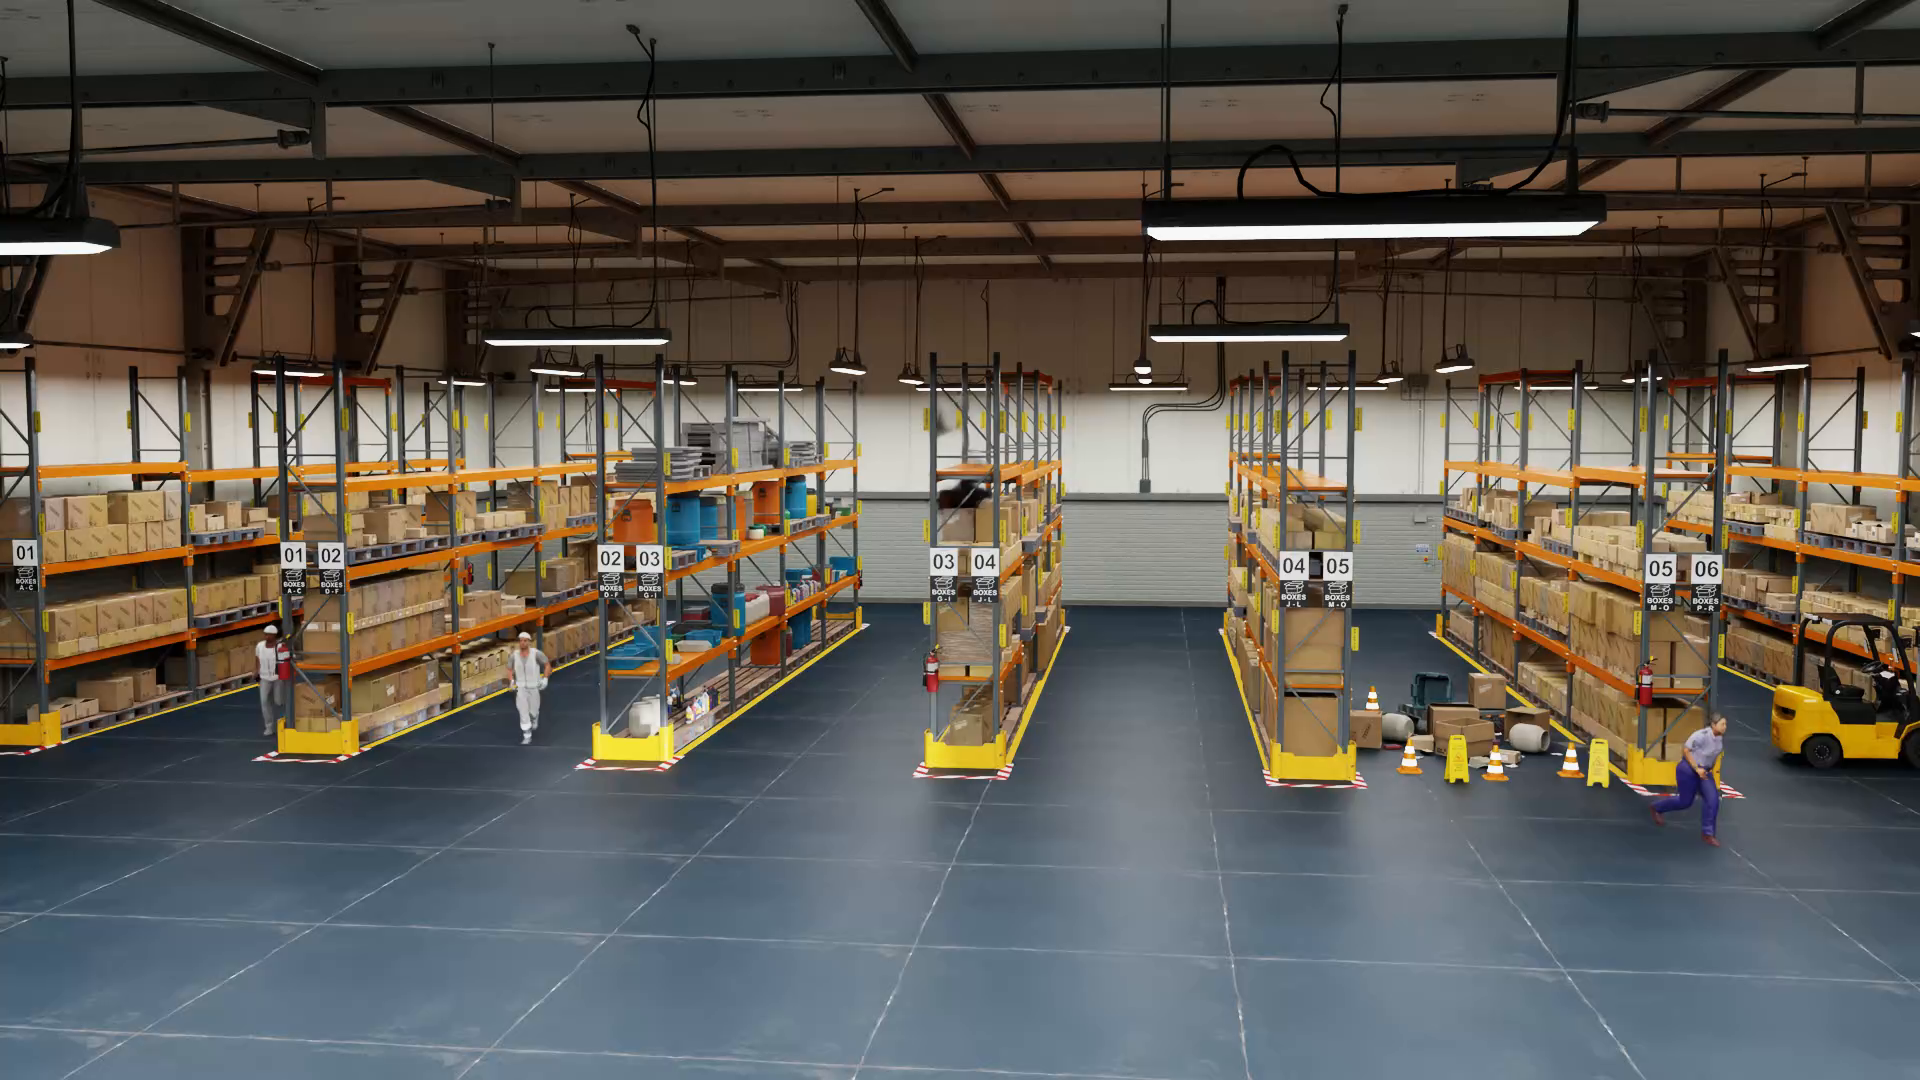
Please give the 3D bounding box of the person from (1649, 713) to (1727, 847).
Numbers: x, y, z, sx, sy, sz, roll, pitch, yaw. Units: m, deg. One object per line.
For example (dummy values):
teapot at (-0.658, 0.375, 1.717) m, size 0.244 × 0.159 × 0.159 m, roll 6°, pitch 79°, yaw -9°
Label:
person at (8.765, 2.827, 19.992) m, size 0.628 × 1.611 × 0.948 m, roll -3°, pitch 5°, yaw -38°

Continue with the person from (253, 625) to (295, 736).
person at (-11.082, 2.235, 26.903) m, size 0.679 × 1.753 × 0.911 m, roll 0°, pitch 4°, yaw -2°

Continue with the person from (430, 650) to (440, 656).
person at (-10.476, 1.836, 33.154) m, size 0.566 × 1.647 × 0.875 m, roll 0°, pitch 4°, yaw 2°

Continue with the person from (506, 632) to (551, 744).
person at (-6.738, 2.301, 25.952) m, size 0.670 × 1.752 × 0.677 m, roll 0°, pitch 4°, yaw -3°
